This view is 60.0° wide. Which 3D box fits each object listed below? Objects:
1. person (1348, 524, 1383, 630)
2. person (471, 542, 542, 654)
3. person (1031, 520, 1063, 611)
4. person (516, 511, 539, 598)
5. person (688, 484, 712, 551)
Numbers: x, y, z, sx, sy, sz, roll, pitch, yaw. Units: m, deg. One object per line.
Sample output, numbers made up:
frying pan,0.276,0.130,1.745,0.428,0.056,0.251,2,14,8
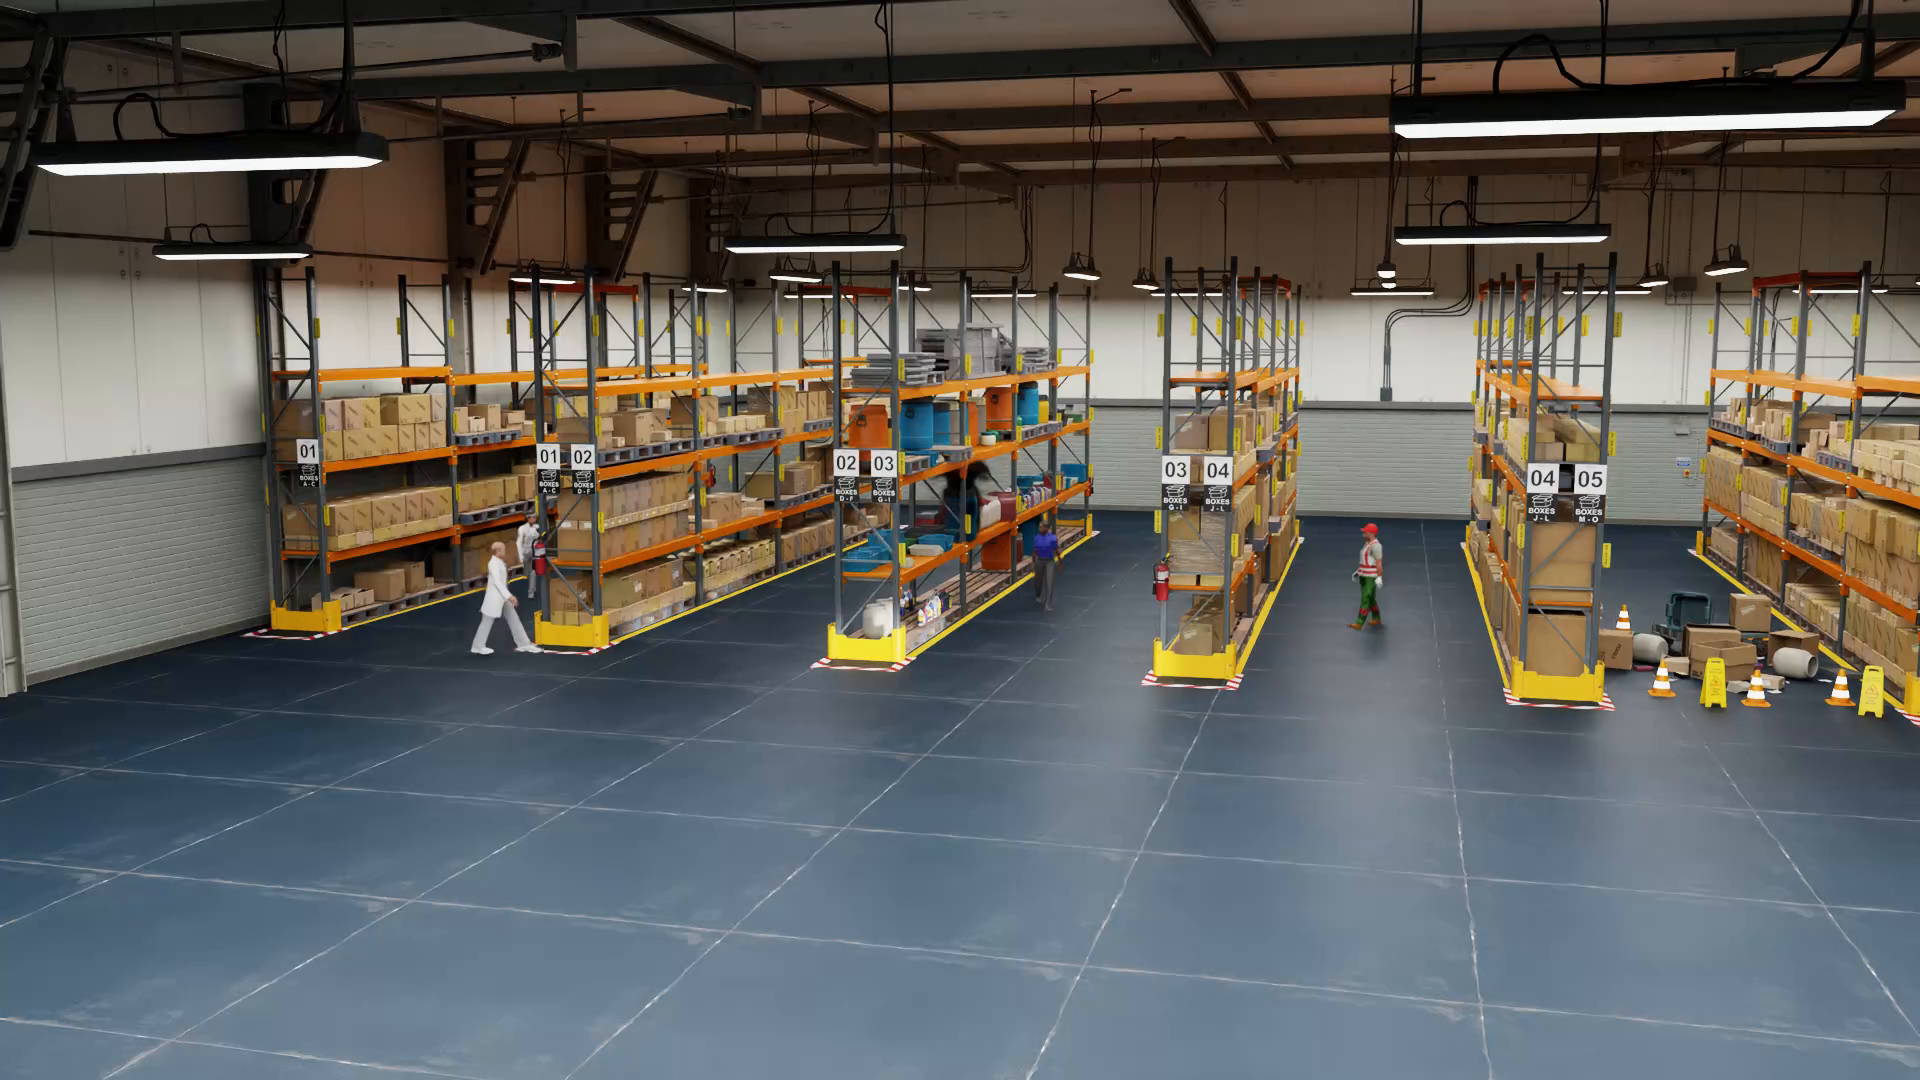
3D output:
person,6.766,0.607,27.792,0.916,1.756,0.599,-4,8,-27
person,-6.986,0.891,25.384,1.064,1.733,0.565,1,7,6
person,1.538,0.424,29.627,0.550,1.605,0.898,0,7,1
person,-8.027,0.243,31.144,0.435,1.627,0.928,0,7,1
person,-5.725,-0.434,36.470,0.565,1.627,0.964,2,7,13
